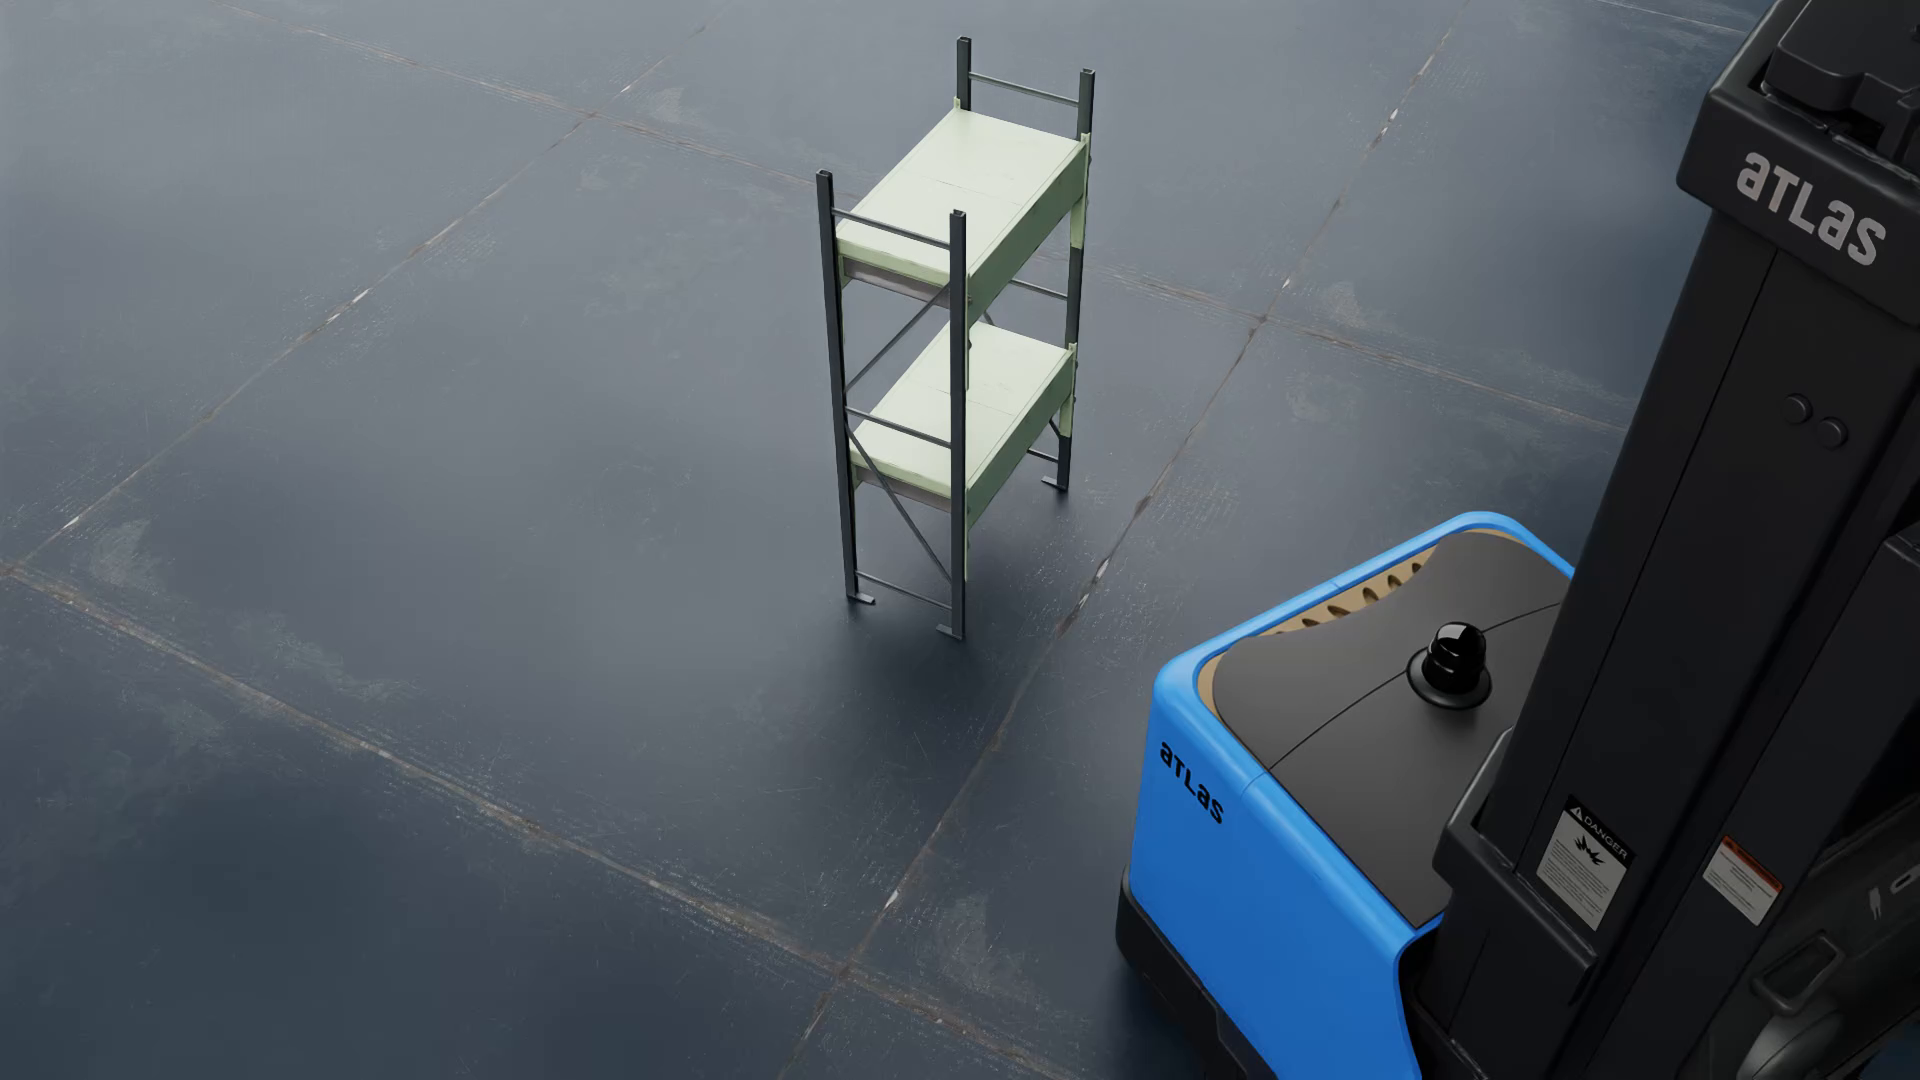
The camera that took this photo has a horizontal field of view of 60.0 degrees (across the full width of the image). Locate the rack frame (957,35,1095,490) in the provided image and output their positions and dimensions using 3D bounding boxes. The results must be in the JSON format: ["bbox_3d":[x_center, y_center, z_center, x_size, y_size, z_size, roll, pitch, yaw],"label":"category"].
[{"bbox_3d":[0.173,-0.762,4.949,0.400,1.500,0.023,20,49,19],"label":"rack frame"}]

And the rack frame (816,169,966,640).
[{"bbox_3d":[-0.167,-0.301,4.493,0.400,1.500,0.023,20,49,19],"label":"rack frame"}]

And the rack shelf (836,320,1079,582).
[{"bbox_3d":[0.003,-0.302,4.953,0.431,0.370,0.720,20,49,19],"label":"rack shelf"}]

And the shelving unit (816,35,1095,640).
[{"bbox_3d":[0.003,-0.531,4.721,0.431,1.500,0.755,20,49,19],"label":"shelving unit"}]

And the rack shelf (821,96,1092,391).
[{"bbox_3d":[0.003,-0.806,4.443,0.431,0.370,0.720,20,49,19],"label":"rack shelf"}]

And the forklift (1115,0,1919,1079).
[{"bbox_3d":[1.593,0.705,2.493,1.130,2.935,3.031,-24,50,-22],"label":"forklift"}]
